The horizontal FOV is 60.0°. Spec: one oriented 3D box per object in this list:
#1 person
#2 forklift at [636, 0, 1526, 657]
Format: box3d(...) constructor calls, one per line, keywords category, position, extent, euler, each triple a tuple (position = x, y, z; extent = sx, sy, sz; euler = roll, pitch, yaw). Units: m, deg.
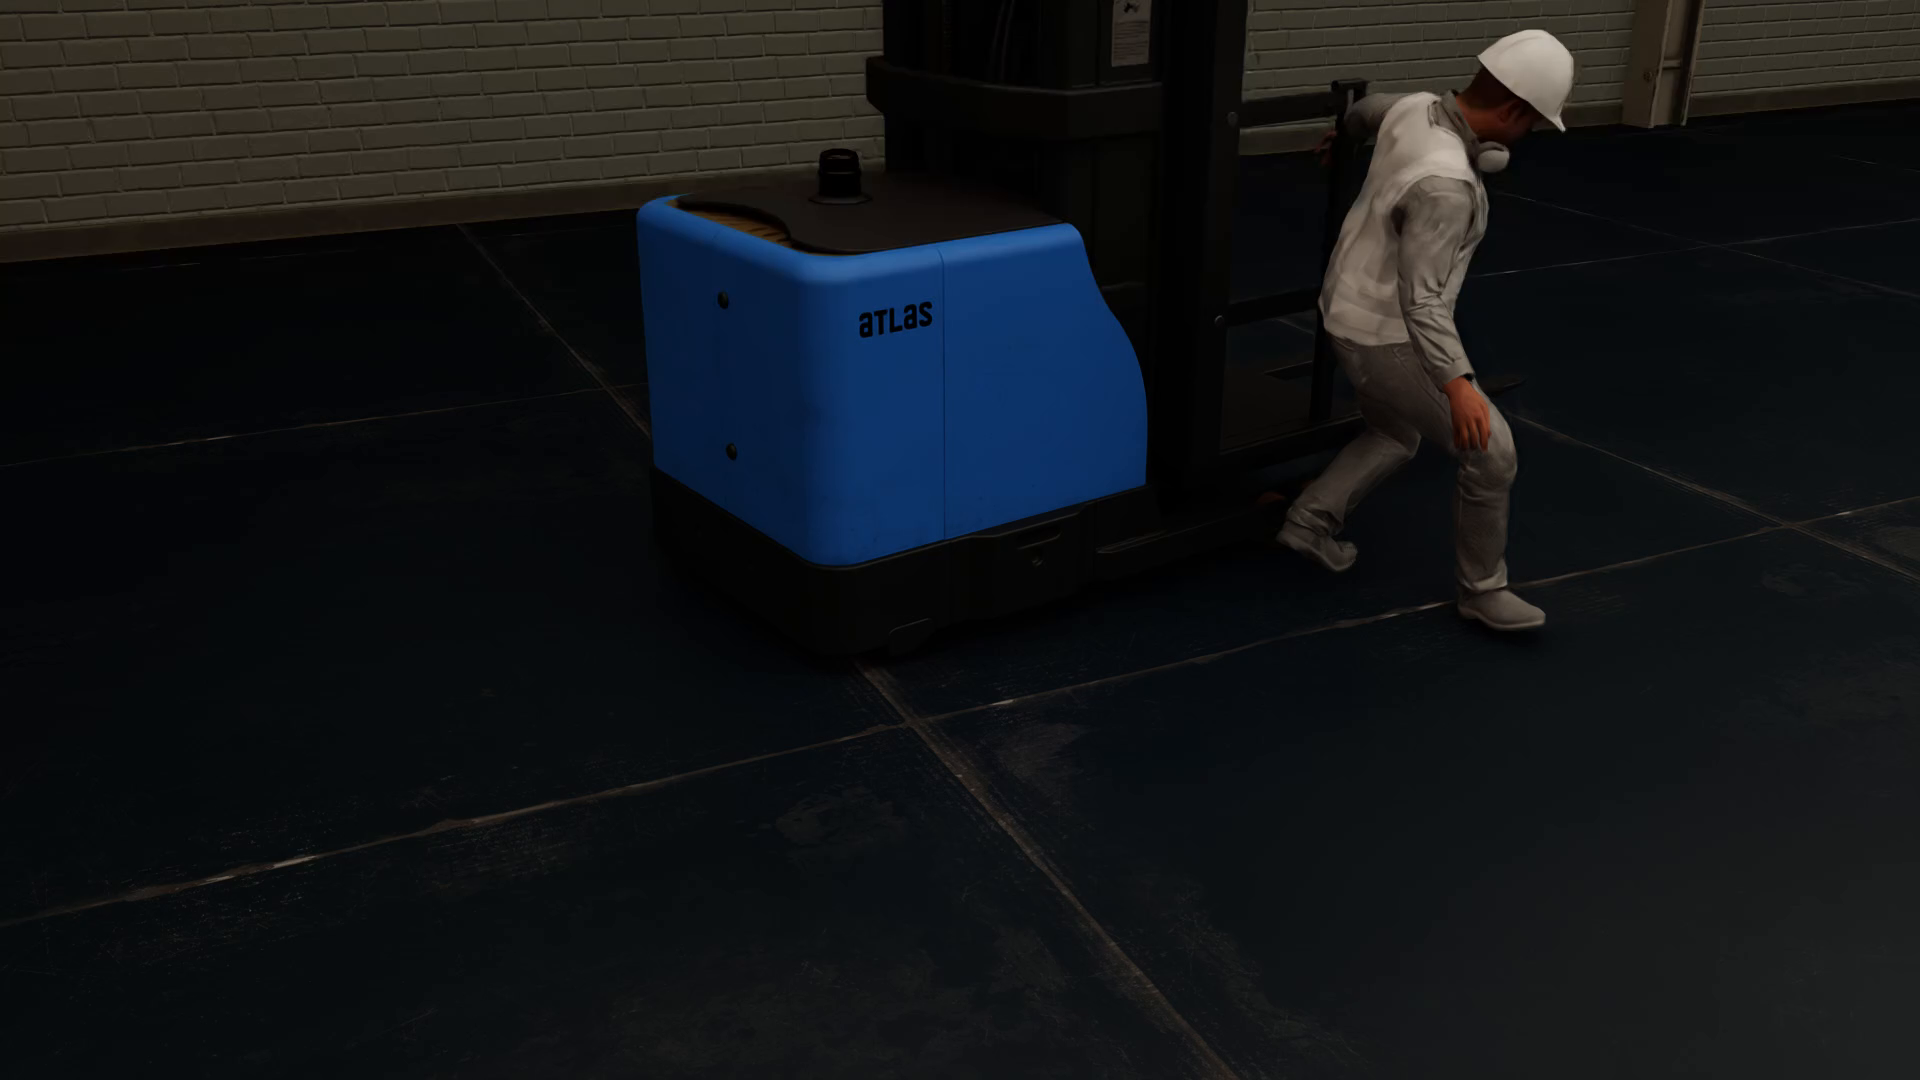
box3d(category="person", position=(1.256, -0.608, 4.553), extent=(0.702, 1.559, 1.160), euler=(3, 23, 7))
box3d(category="forklift", position=(0.589, -1.481, 4.850), extent=(3.031, 2.935, 1.130), euler=(-16, 27, -33))
